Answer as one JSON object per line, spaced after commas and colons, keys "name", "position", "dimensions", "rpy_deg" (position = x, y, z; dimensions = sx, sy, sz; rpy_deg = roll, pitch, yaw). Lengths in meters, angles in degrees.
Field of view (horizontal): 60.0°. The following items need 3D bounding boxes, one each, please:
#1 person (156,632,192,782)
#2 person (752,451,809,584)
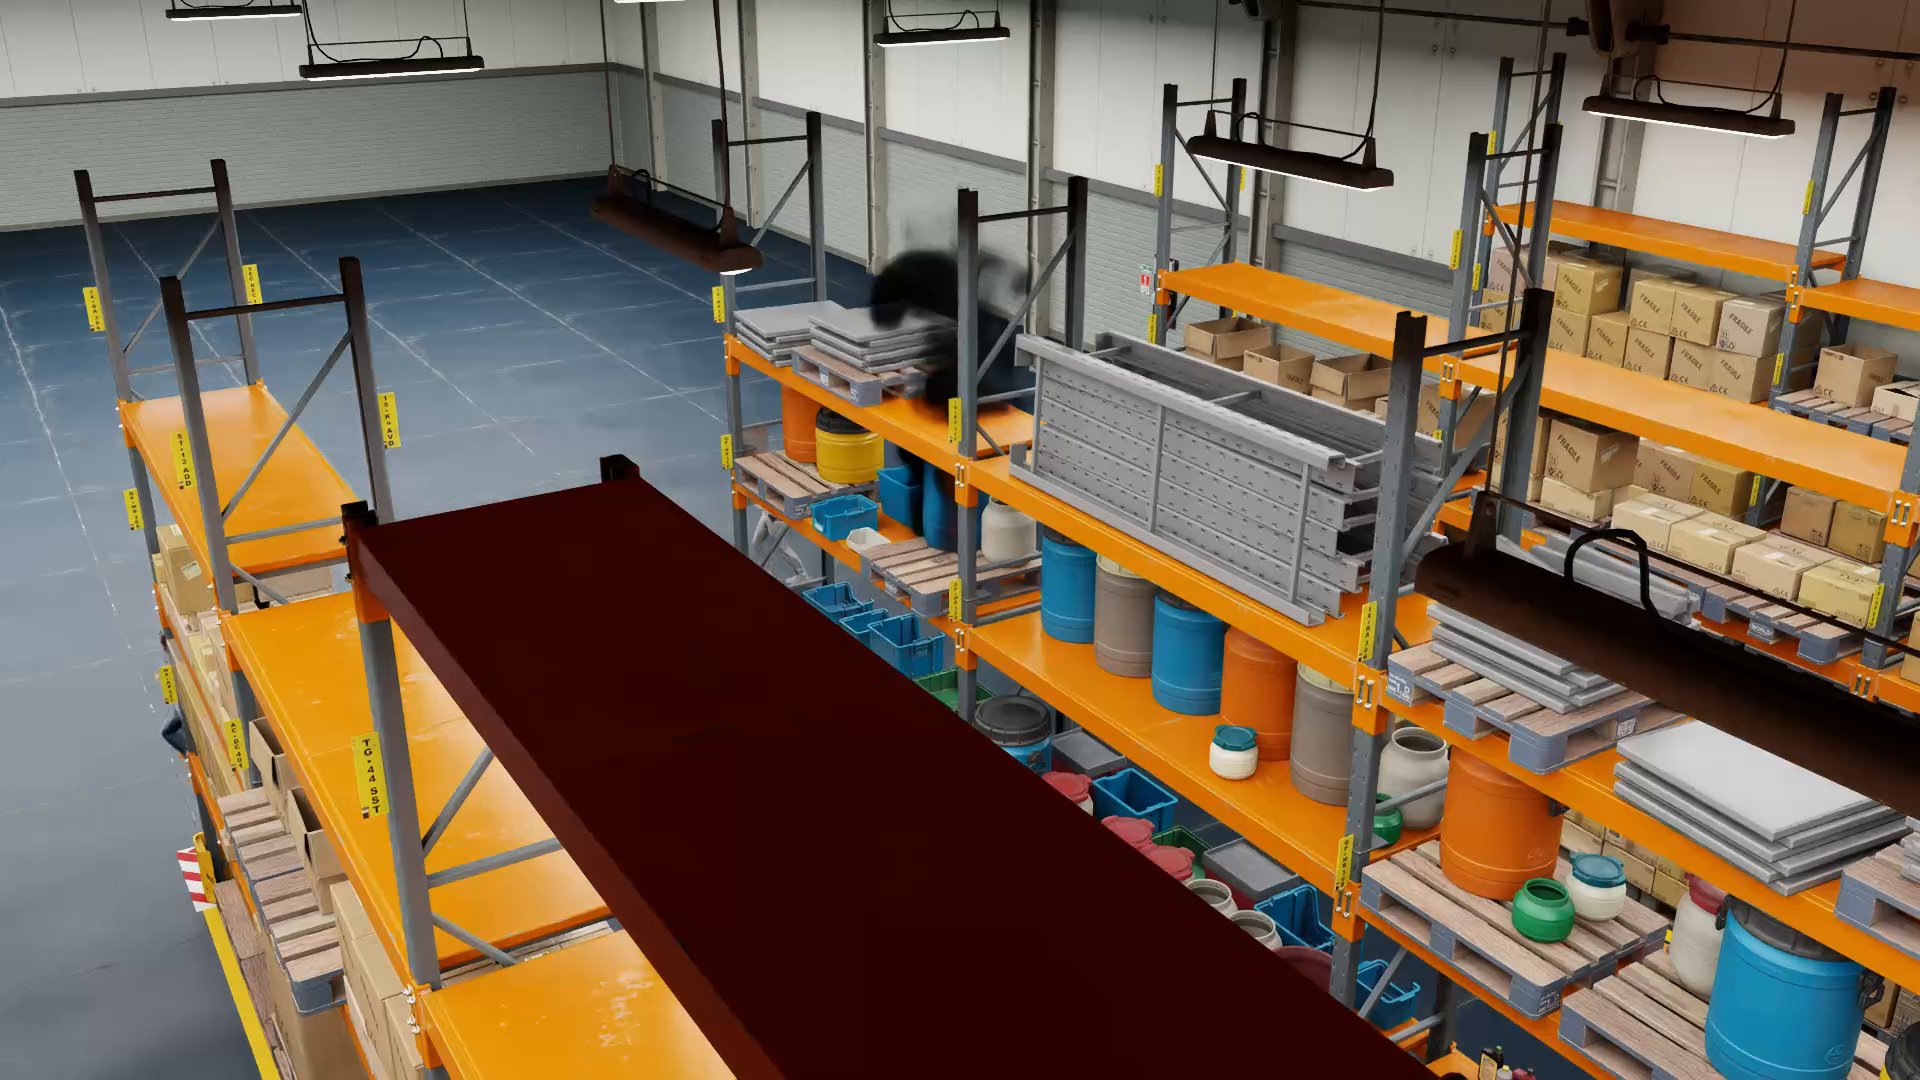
{"name": "person", "position": [-7.142, 1.547, 15.435], "dimensions": [0.721, 1.563, 0.561], "rpy_deg": [4, 22, 11]}
{"name": "person", "position": [-2.187, -0.218, 19.685], "dimensions": [0.744, 1.750, 0.582], "rpy_deg": [-2, 22, -6]}
